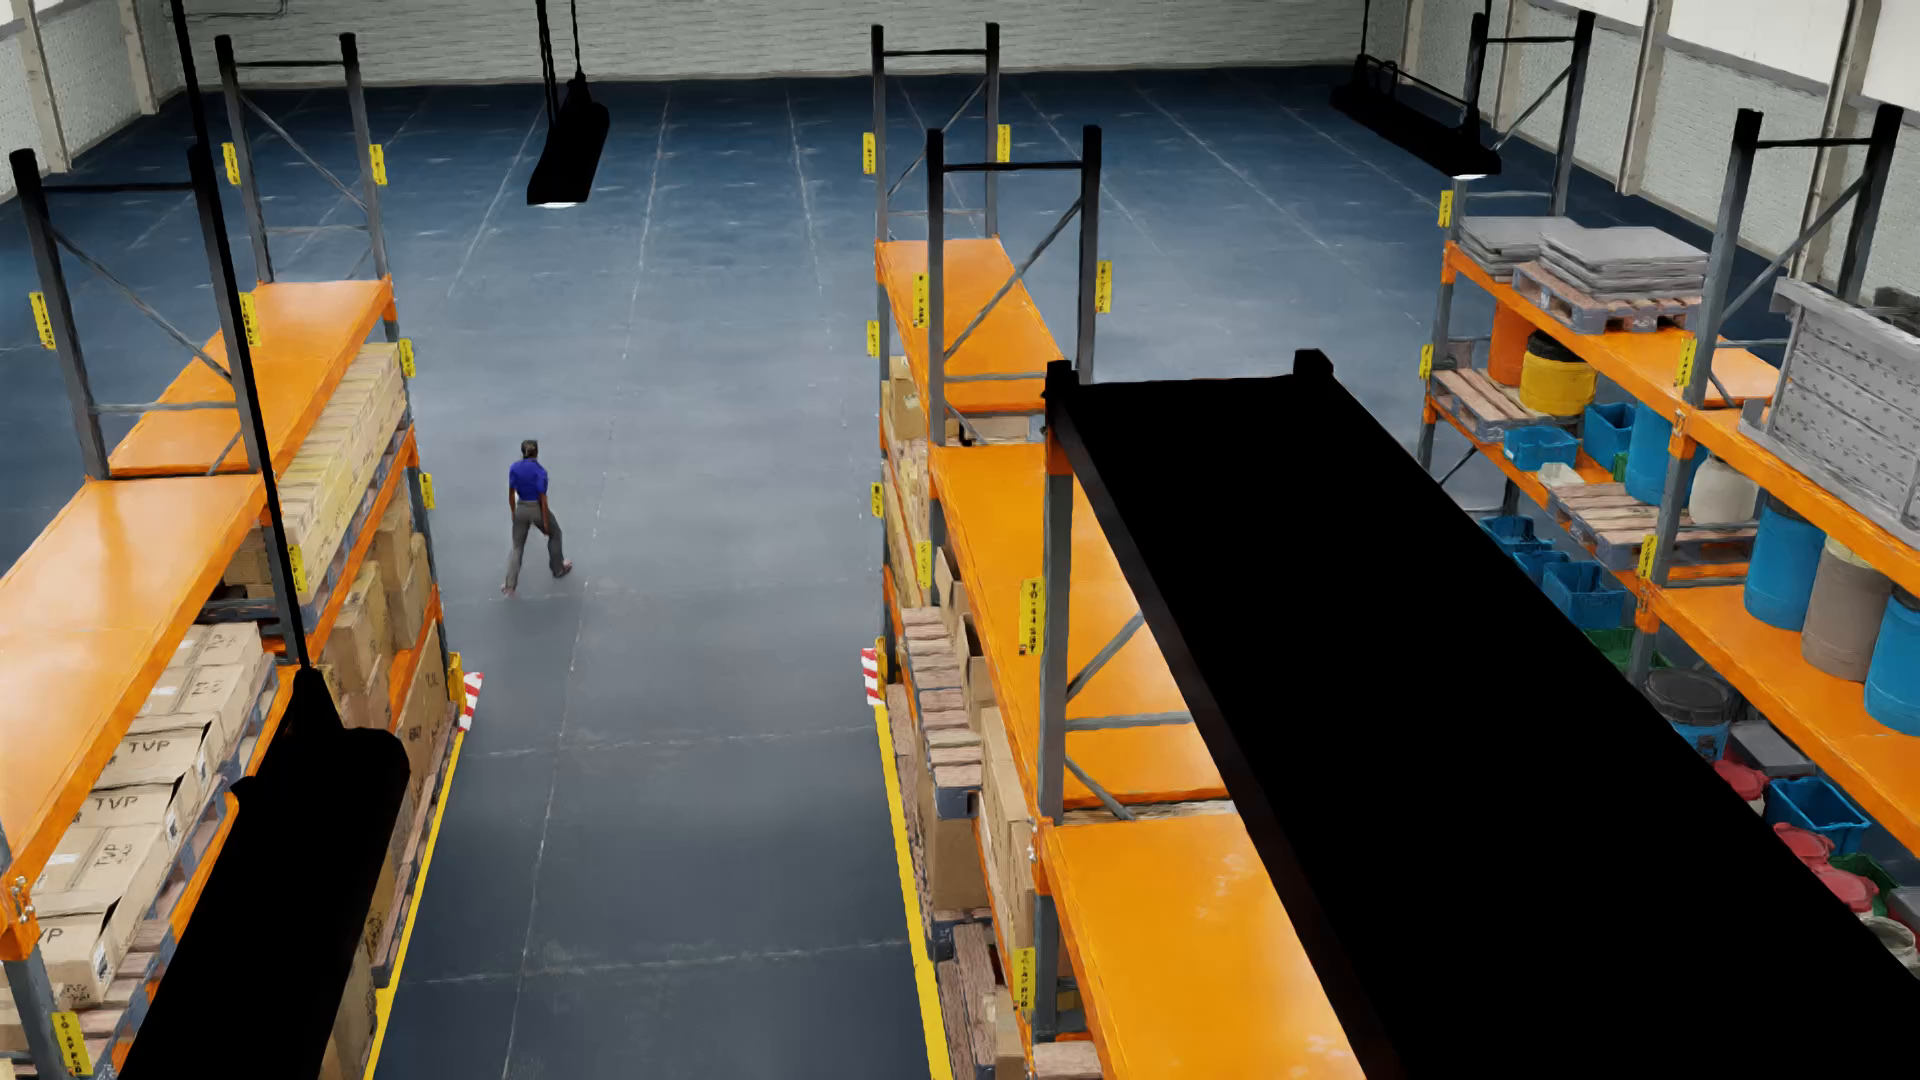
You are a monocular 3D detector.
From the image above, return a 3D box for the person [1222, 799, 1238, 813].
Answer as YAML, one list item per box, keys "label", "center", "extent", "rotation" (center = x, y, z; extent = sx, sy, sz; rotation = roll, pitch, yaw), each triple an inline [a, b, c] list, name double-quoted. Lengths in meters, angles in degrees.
- label: "person"
  center: [1.836, 2.510, 11.394]
  extent: [0.625, 1.611, 0.582]
  rotation: [-4, 26, -8]

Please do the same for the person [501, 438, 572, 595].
- label: "person"
  center: [-4.467, -0.270, 17.215]
  extent: [0.505, 1.591, 0.933]
  rotation: [6, 26, 12]
